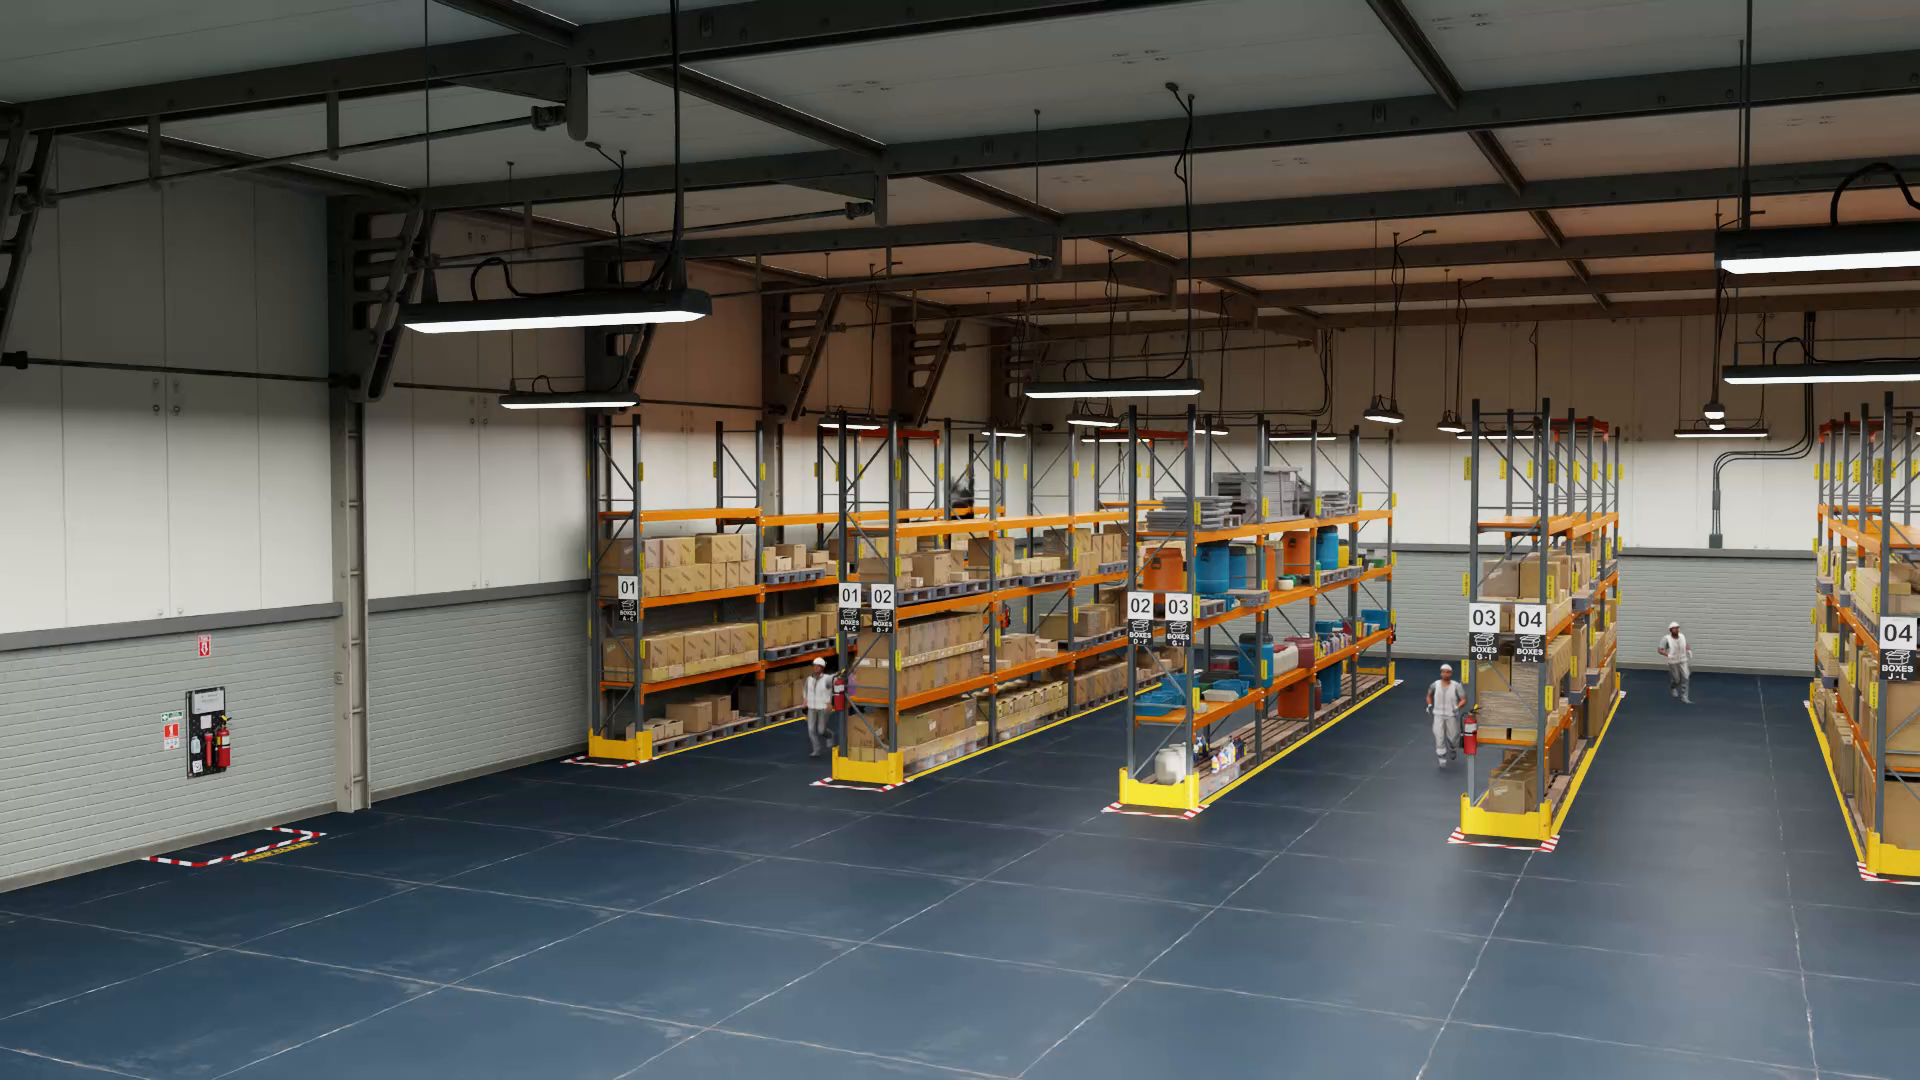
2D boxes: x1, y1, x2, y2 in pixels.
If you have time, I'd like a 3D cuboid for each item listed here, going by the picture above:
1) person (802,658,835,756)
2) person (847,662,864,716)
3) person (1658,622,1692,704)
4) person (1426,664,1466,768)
[{"bbox_3d":[-2.460,2.933,29.288,0.705,1.727,0.614,1,2,19],"label":"person"},{"bbox_3d":[-1.905,2.979,30.233,0.542,1.553,0.680,1,2,19],"label":"person"},{"bbox_3d":[15.583,2.661,36.255,0.728,1.741,0.752,0,2,-3],"label":"person"},{"bbox_3d":[8.215,2.972,28.153,0.659,1.742,0.708,1,3,23],"label":"person"}]
